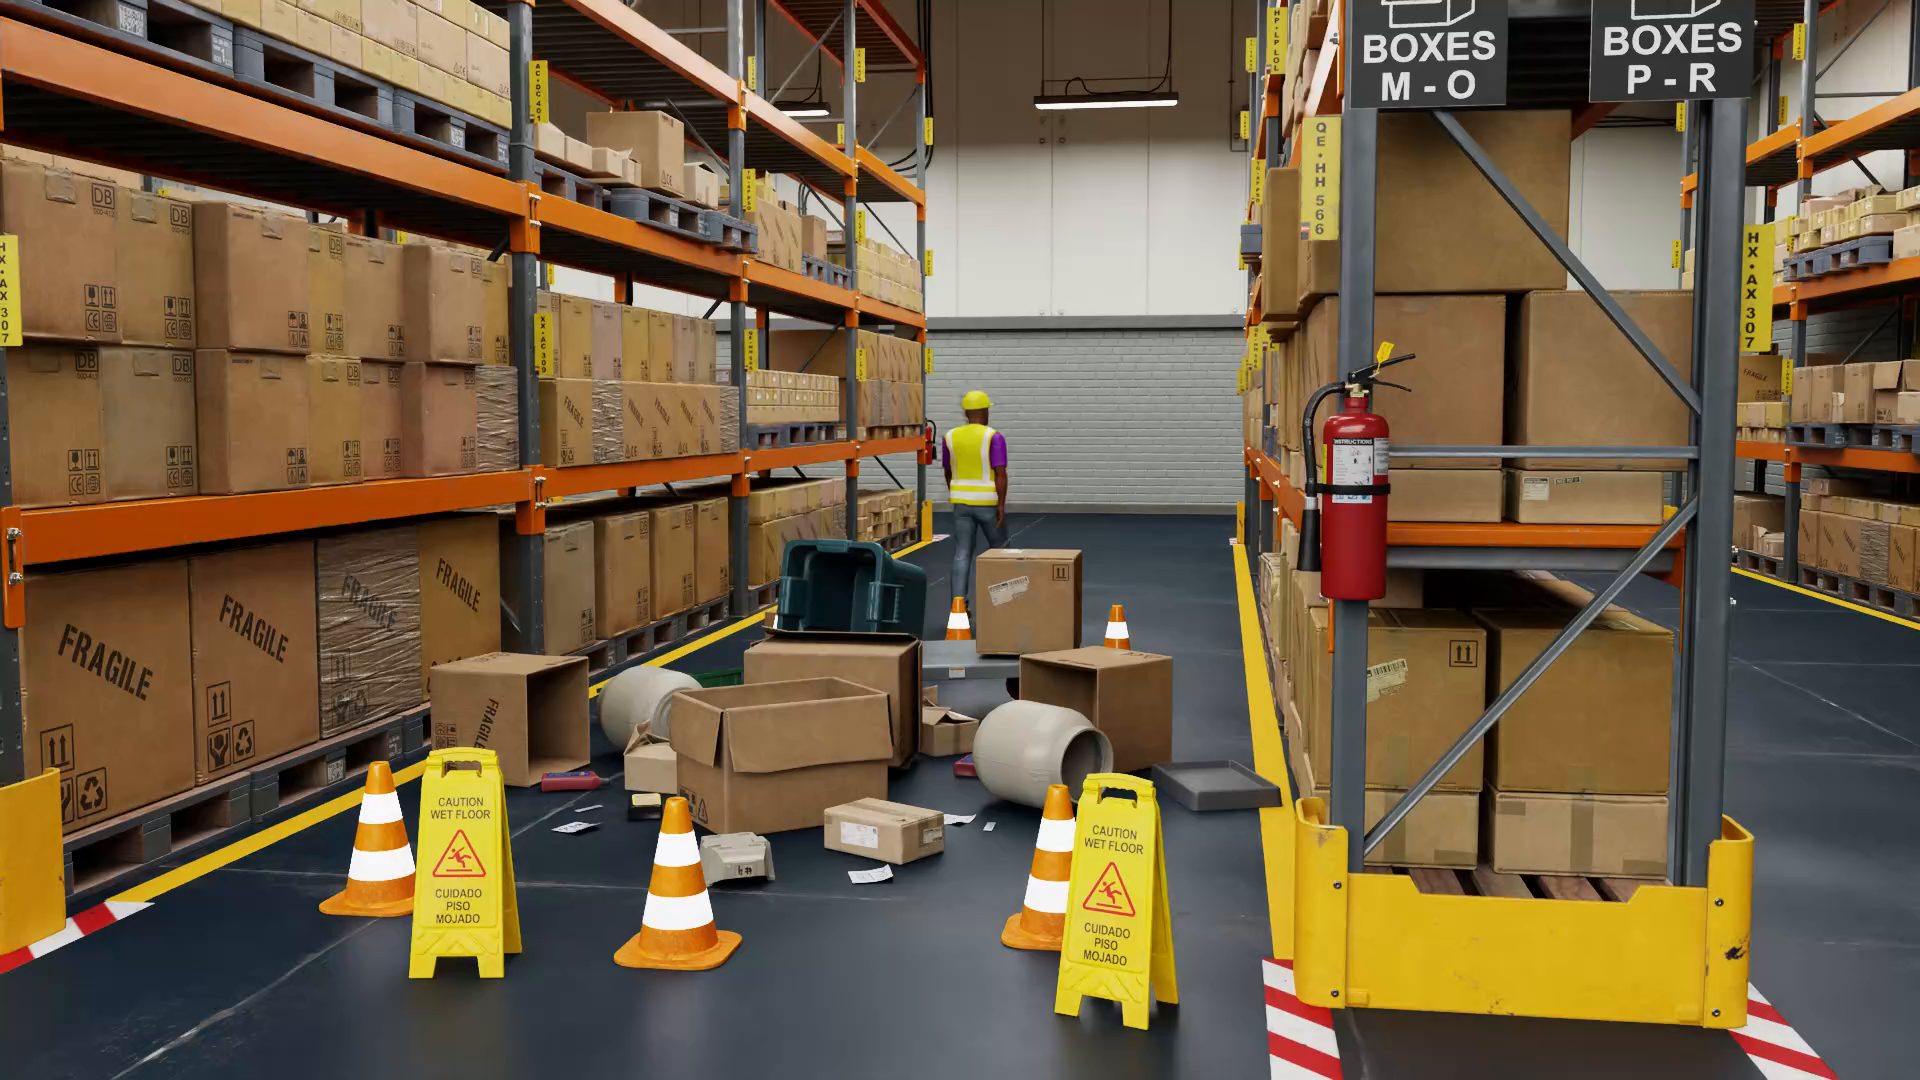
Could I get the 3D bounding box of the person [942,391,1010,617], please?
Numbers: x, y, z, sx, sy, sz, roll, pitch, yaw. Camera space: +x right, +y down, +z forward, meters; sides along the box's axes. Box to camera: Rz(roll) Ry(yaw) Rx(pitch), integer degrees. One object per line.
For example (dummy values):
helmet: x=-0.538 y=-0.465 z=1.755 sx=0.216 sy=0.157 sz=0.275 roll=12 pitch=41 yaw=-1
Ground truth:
person: x=0.161 y=-0.261 z=12.845 sx=0.584 sy=1.777 sz=0.844 roll=2 pitch=5 yaw=24
